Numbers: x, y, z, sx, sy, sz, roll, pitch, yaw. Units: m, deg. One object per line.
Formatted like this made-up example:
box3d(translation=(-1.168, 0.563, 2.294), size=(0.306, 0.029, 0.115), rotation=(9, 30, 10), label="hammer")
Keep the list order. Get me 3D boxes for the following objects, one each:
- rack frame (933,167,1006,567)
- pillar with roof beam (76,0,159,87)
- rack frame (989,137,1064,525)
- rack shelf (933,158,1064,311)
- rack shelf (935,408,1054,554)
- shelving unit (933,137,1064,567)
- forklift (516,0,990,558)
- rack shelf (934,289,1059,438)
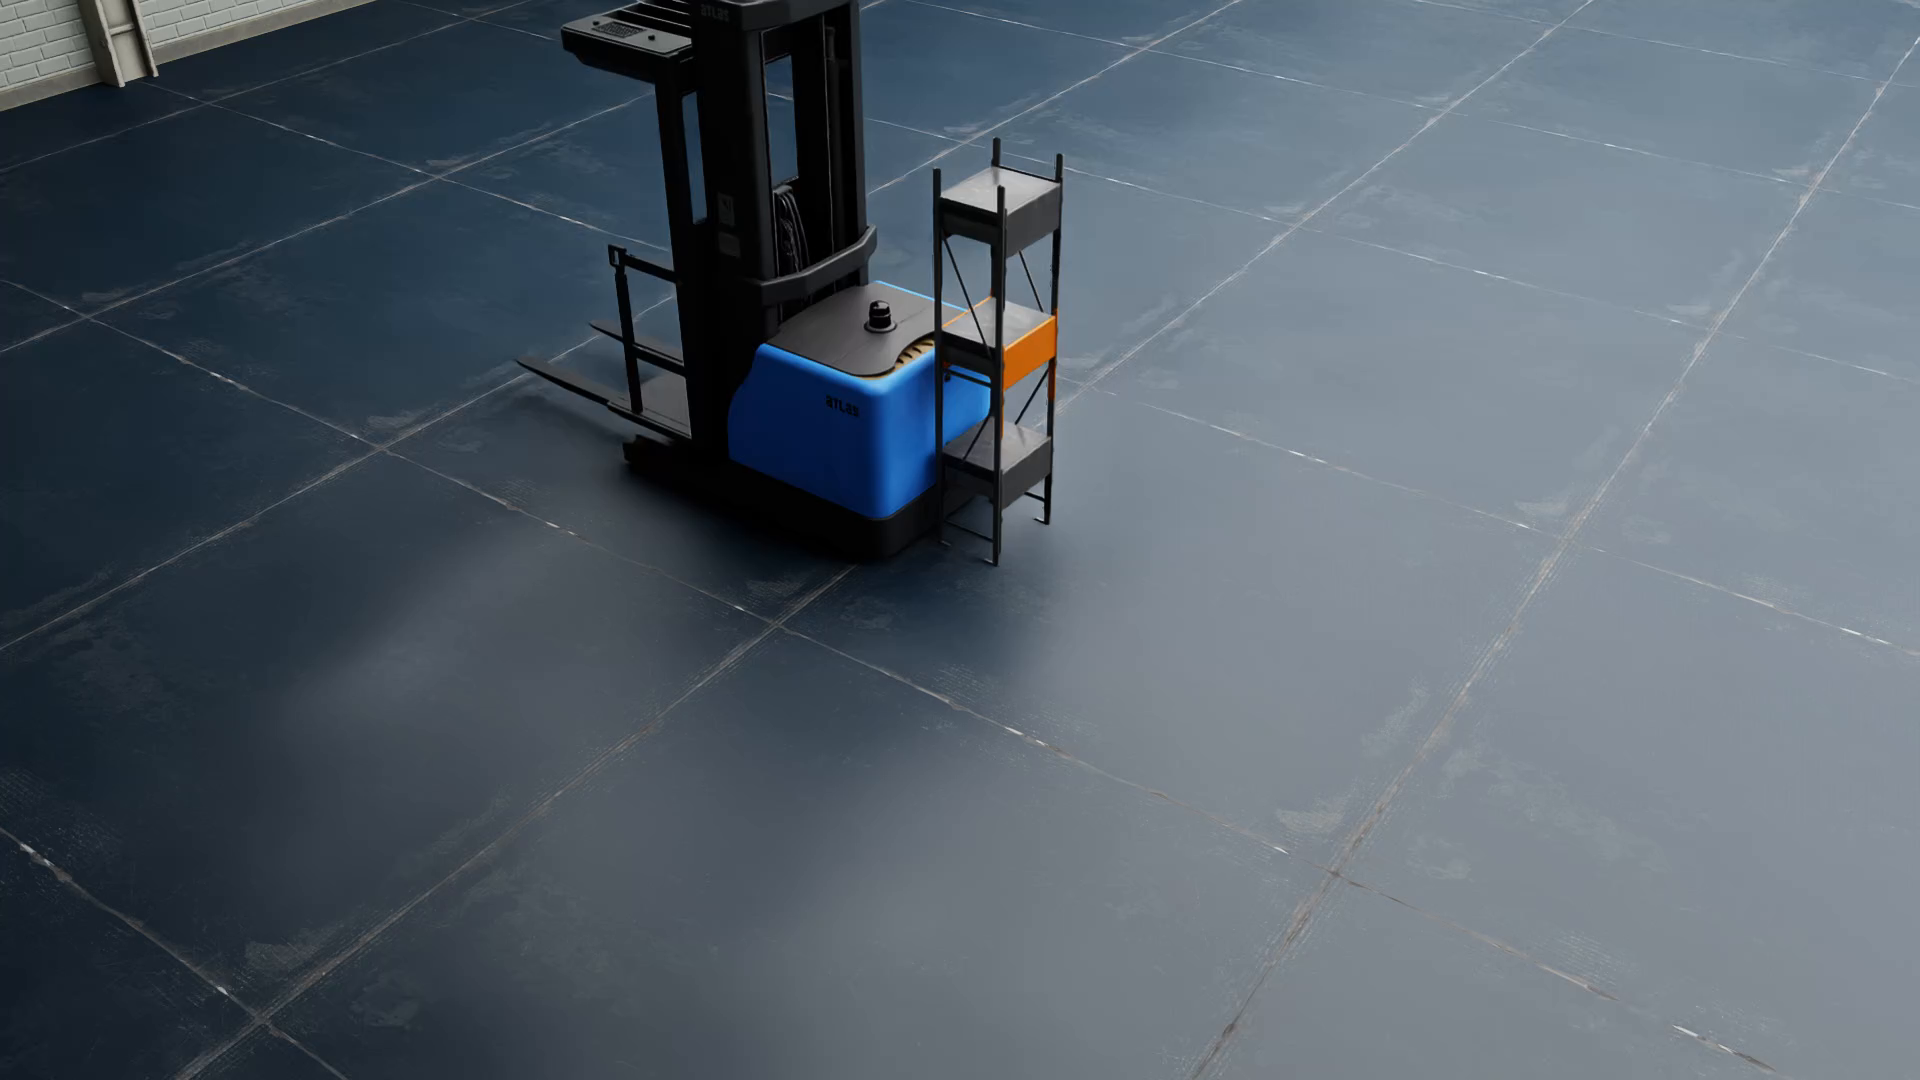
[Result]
box3d(translation=(0.041, -0.797, 8.229), size=(0.400, 2.100, 0.015), rotation=(22, 40, 29), label="rack frame")
box3d(translation=(-4.029, -6.561, 10.595), size=(9.100, 9.000, 0.400), rotation=(21, 39, 28), label="pillar with roof beam")
box3d(translation=(0.327, -1.018, 8.557), size=(0.400, 2.100, 0.015), rotation=(22, 40, 29), label="rack frame")
box3d(translation=(0.184, -1.476, 8.009), size=(0.431, 0.518, 0.480), rotation=(22, 40, 29), label="rack shelf")
box3d(translation=(0.184, -0.316, 8.793), size=(0.431, 0.518, 0.480), rotation=(22, 40, 29), label="rack shelf")
box3d(translation=(0.184, -0.907, 8.393), size=(0.431, 2.100, 0.503), rotation=(22, 40, 29), label="shelving unit")
box3d(translation=(-1.306, -1.776, 8.936), size=(3.031, 2.935, 1.130), rotation=(23, 40, 30), label="forklift")
box3d(translation=(0.184, -0.896, 8.401), size=(0.431, 0.518, 0.480), rotation=(22, 40, 29), label="rack shelf")
